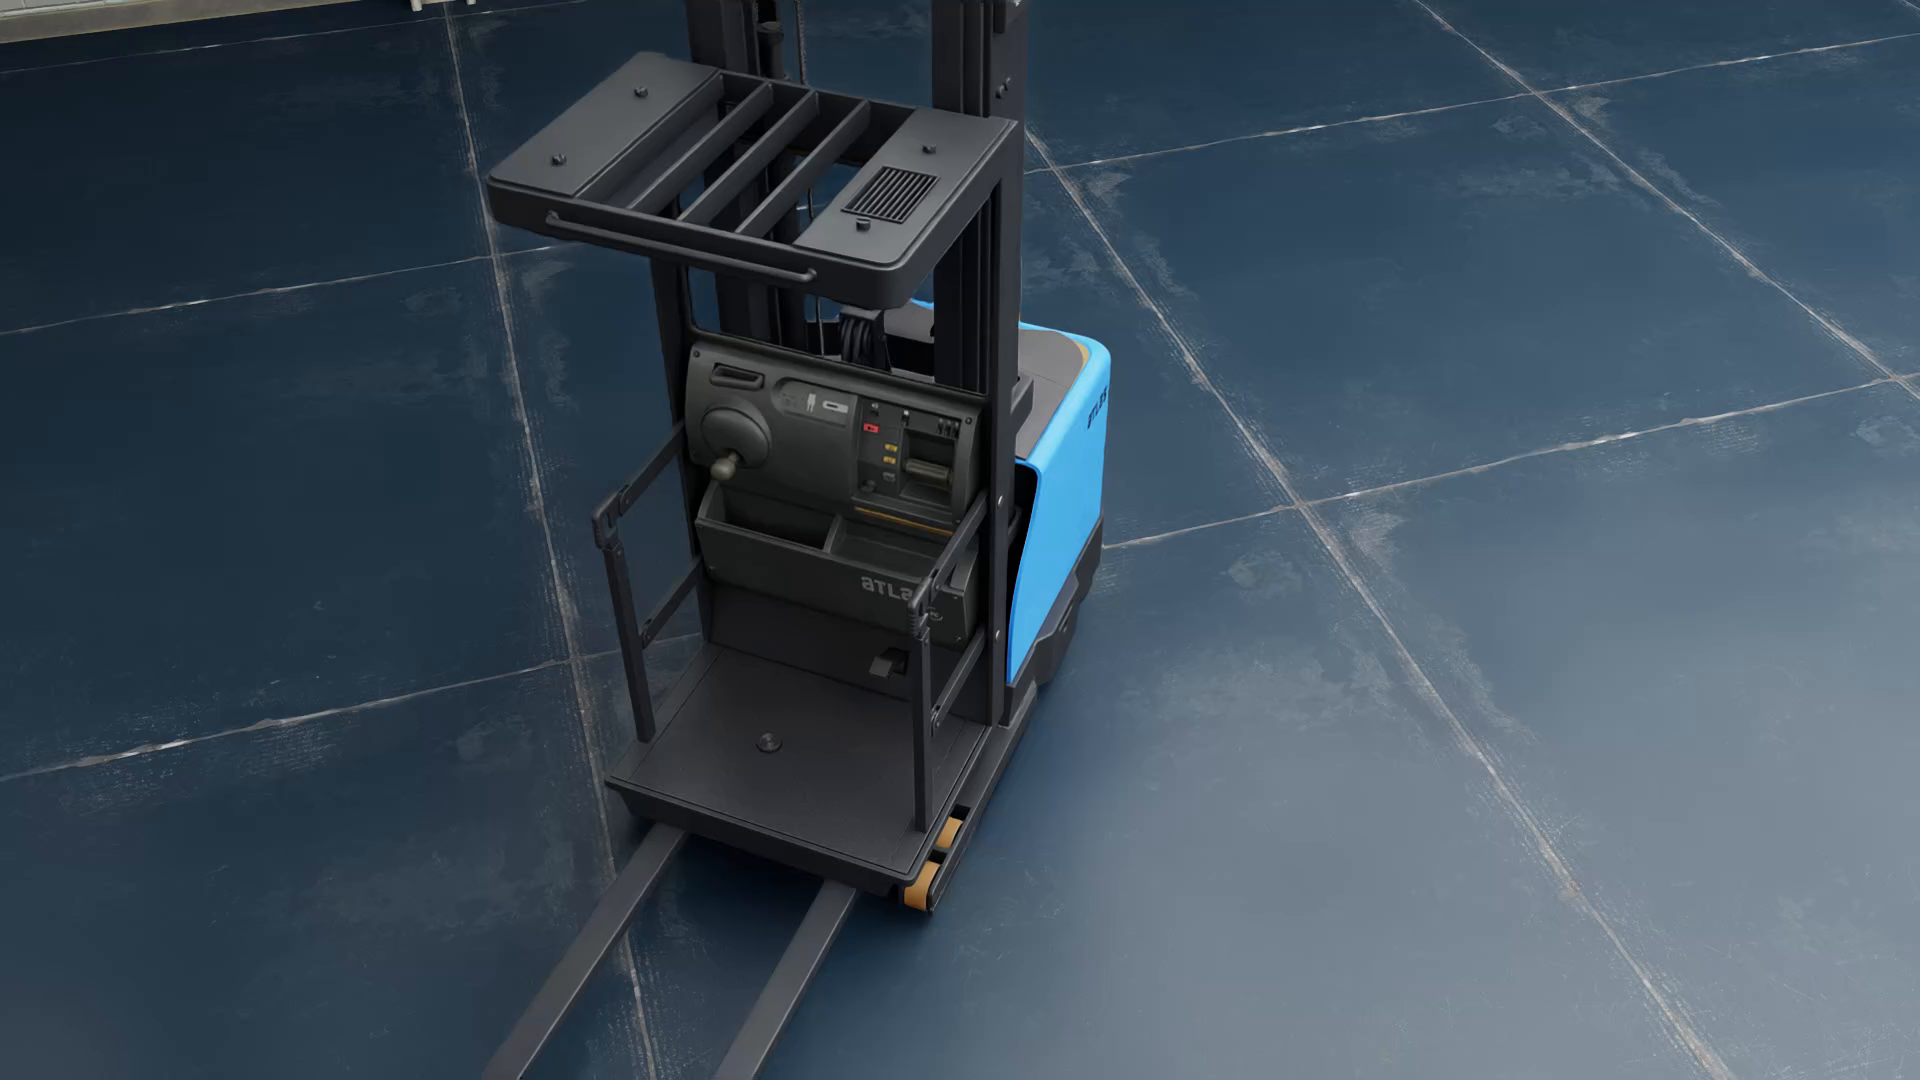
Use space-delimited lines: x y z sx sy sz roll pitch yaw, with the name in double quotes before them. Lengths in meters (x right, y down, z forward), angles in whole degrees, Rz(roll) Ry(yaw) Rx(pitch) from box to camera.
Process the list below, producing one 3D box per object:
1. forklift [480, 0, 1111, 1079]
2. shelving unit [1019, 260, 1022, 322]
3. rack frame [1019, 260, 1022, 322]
"forklift" -0.470 -0.226 4.781 1.130 2.935 3.031 15 43 16
"shelving unit" 0.089 -0.619 6.547 0.189 1.200 0.258 -18 44 -19
"rack frame" 0.172 -0.646 6.577 0.006 1.200 0.240 -18 44 -19
